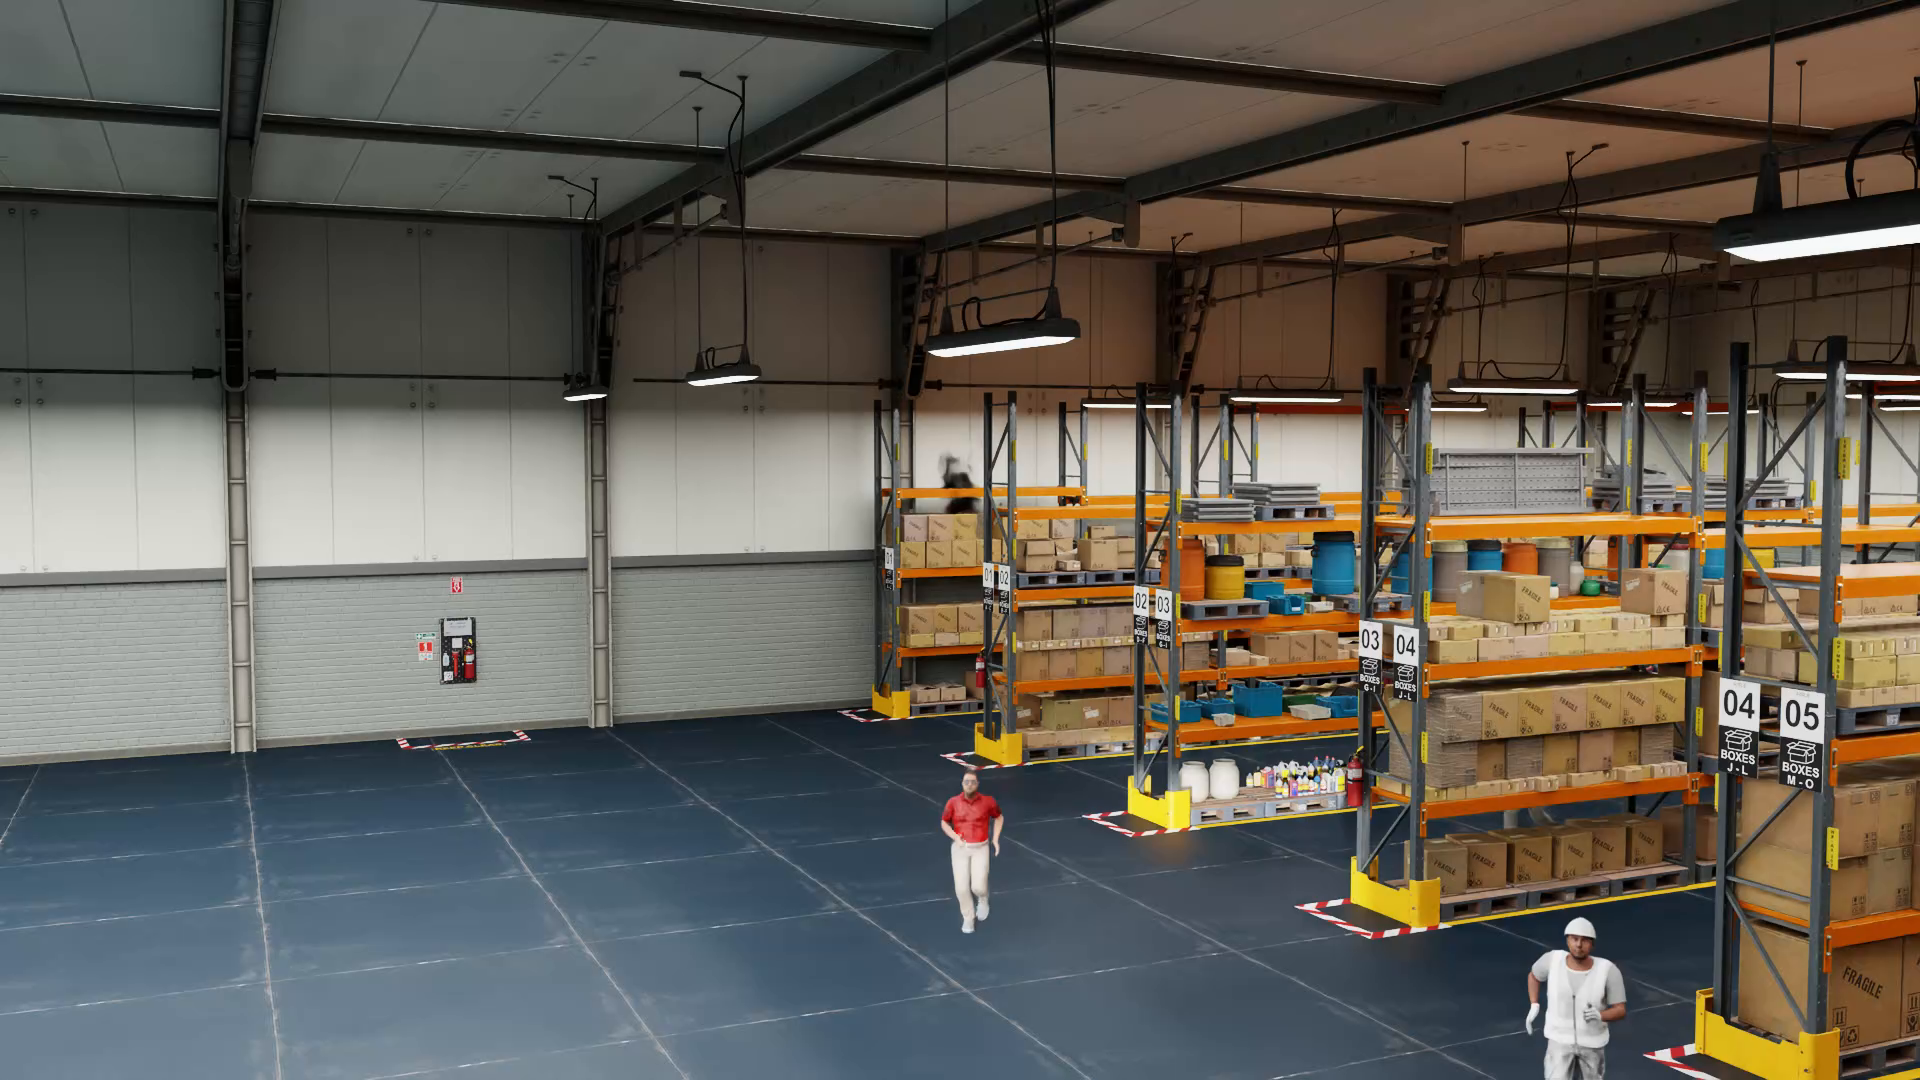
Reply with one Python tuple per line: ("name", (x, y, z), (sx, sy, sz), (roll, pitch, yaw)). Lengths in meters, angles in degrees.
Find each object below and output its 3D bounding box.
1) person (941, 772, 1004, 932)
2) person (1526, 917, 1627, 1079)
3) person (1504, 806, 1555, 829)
("person", (0.119, 3.301, 17.581), (0.658, 1.686, 0.591), (0, 3, 5))
("person", (4.355, 3.588, 11.771), (0.666, 1.846, 0.775), (1, 4, 19))
("person", (7.088, 3.042, 20.817), (0.968, 1.768, 0.662), (-2, 4, -29))
